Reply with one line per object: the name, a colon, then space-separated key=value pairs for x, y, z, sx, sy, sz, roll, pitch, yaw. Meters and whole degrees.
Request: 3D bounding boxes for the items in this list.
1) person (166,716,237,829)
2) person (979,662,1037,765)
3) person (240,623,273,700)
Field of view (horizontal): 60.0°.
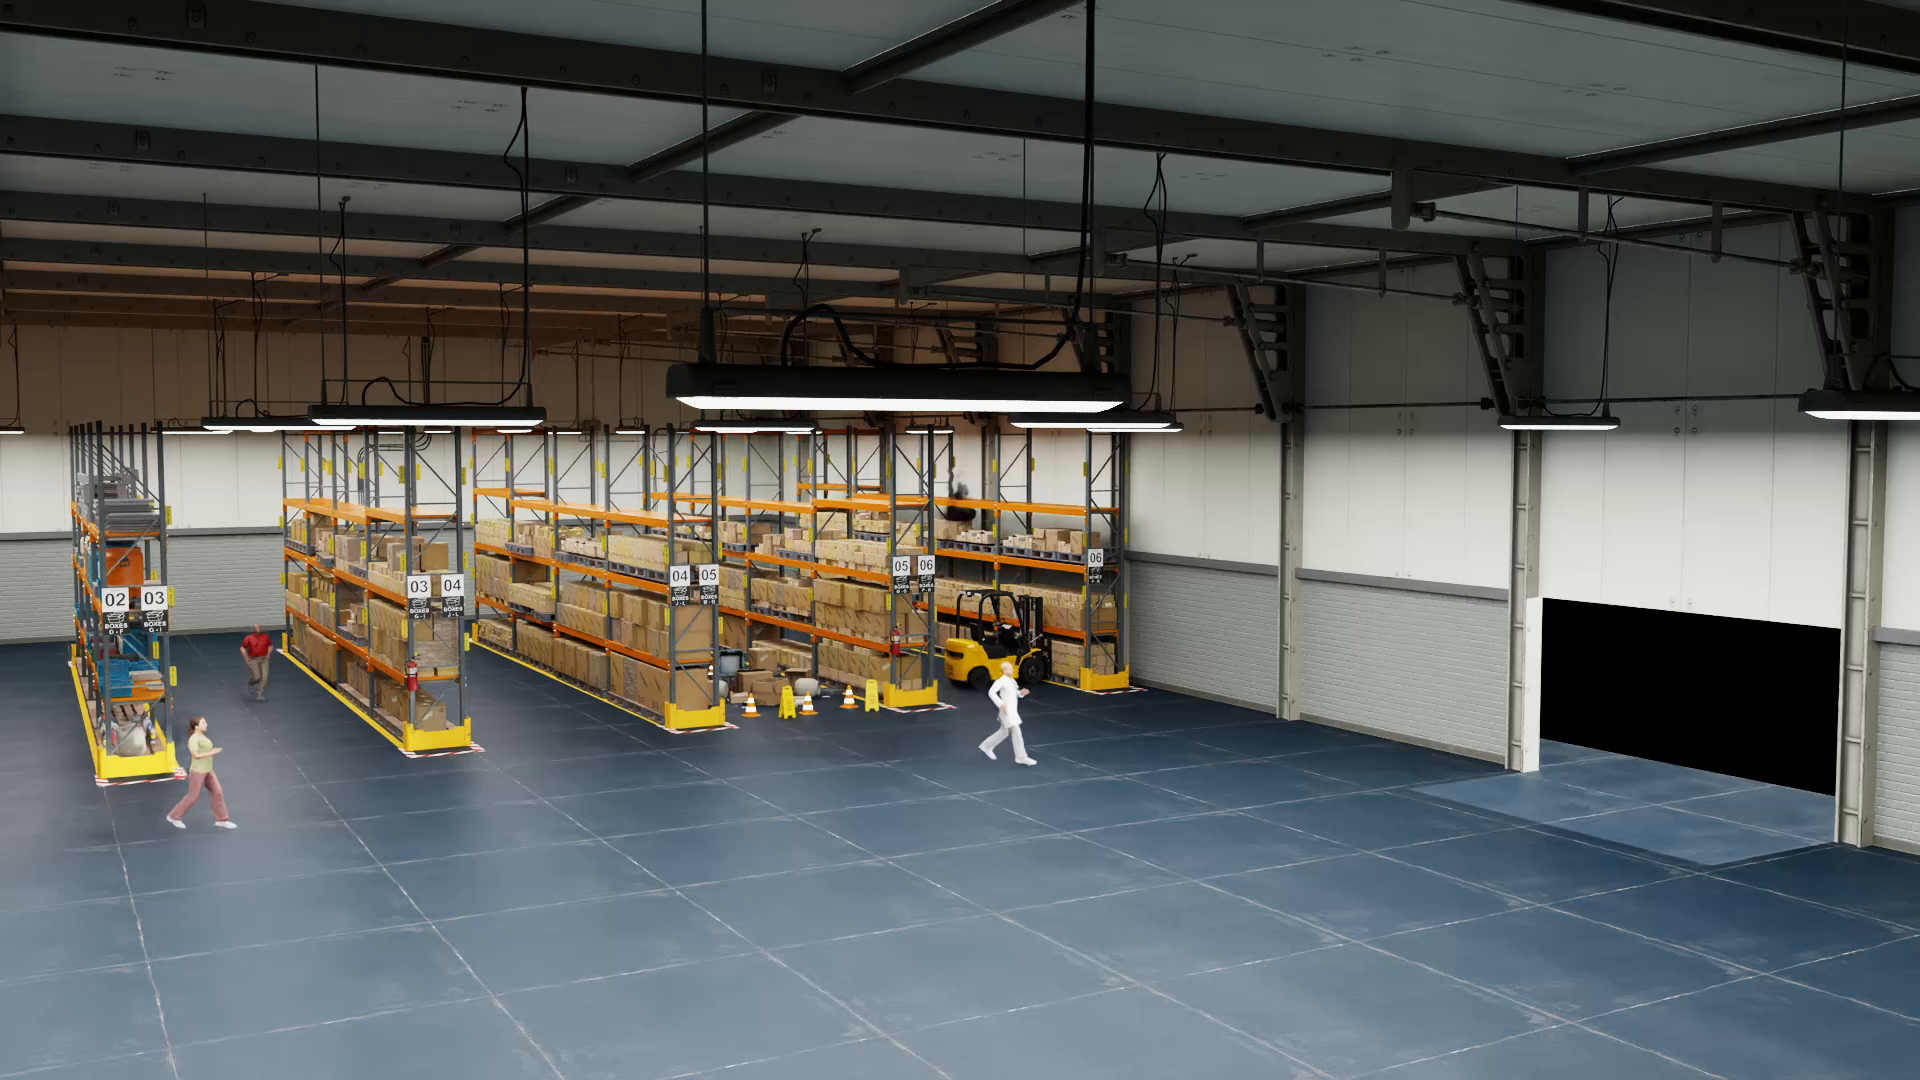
person: x=-11.005 y=3.370 z=24.089 sx=0.952 sy=1.670 sz=0.568 roll=0 pitch=4 yaw=-5
person: x=0.829 y=3.010 z=29.027 sx=1.063 sy=1.765 sz=0.701 roll=1 pitch=4 yaw=13
person: x=-15.287 y=2.646 z=36.236 sx=0.664 sy=1.672 sz=0.601 roll=-3 pitch=5 yaw=-41
